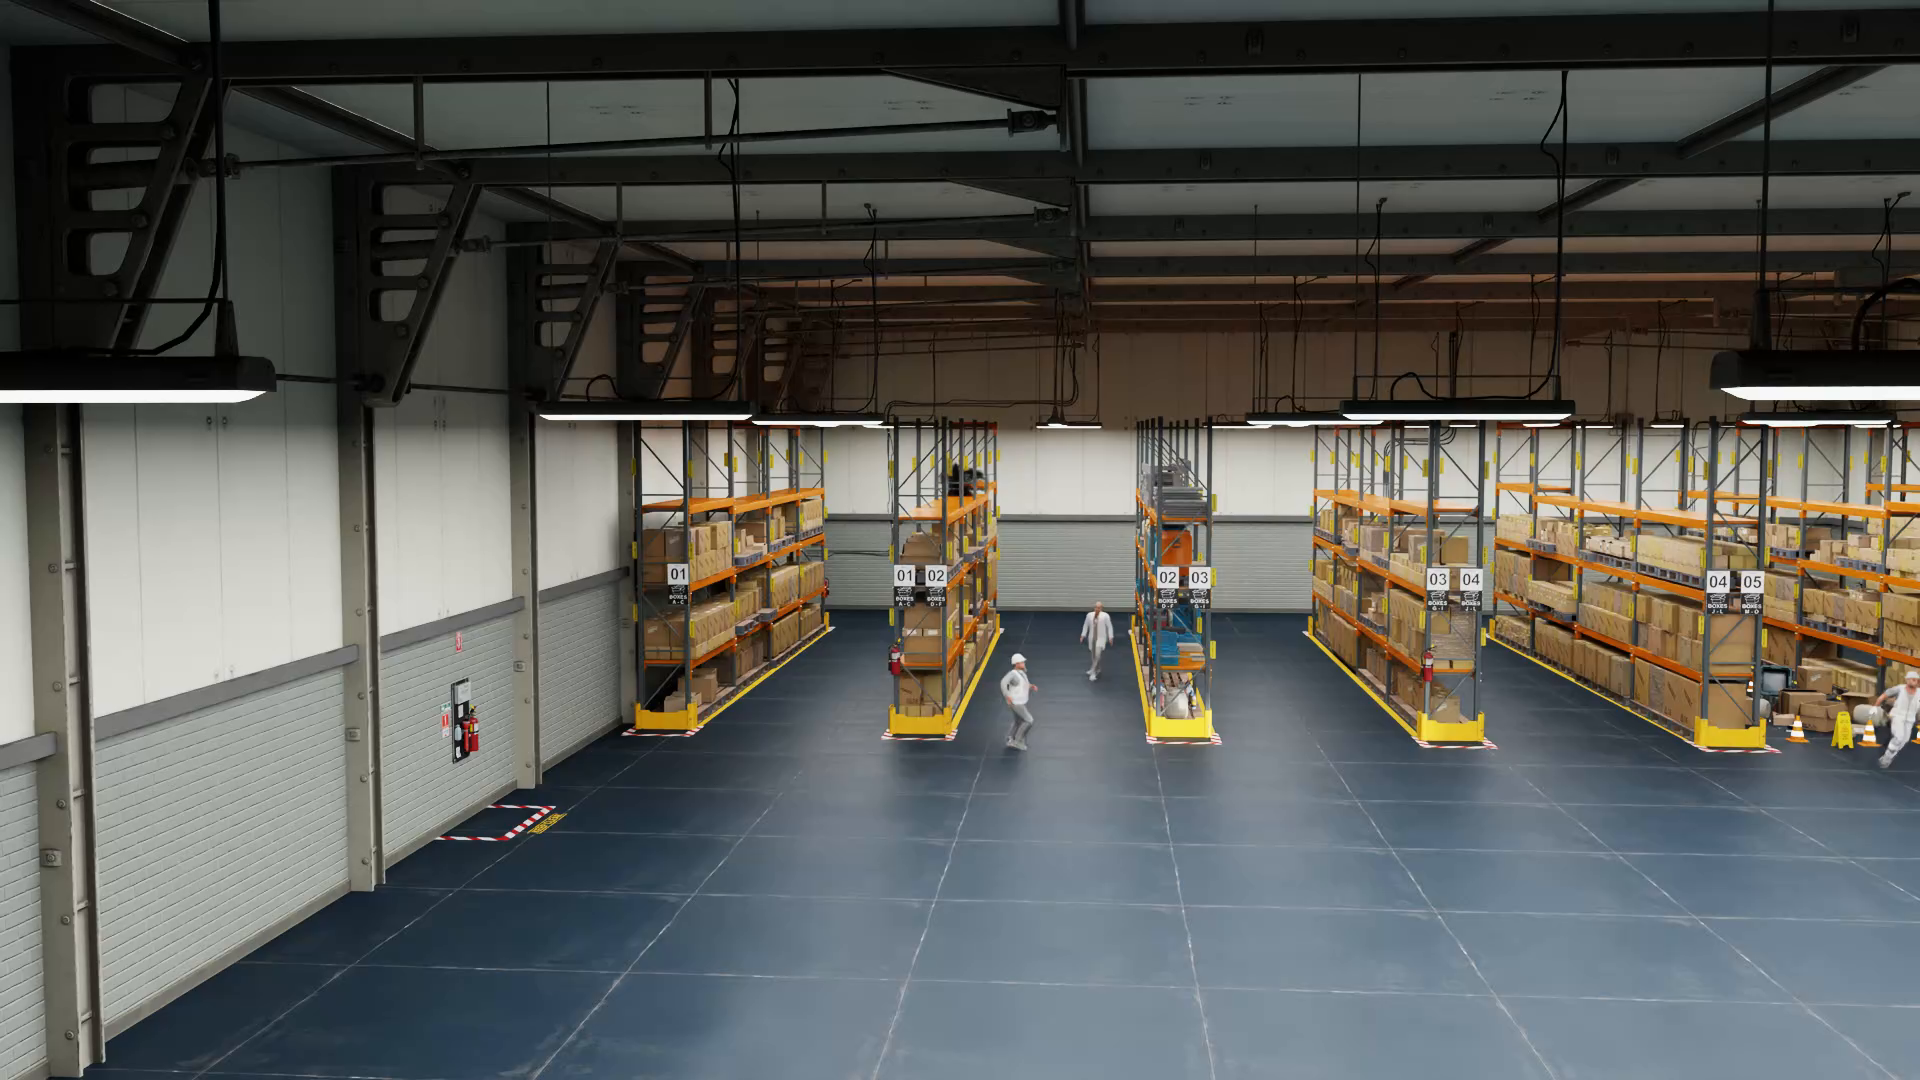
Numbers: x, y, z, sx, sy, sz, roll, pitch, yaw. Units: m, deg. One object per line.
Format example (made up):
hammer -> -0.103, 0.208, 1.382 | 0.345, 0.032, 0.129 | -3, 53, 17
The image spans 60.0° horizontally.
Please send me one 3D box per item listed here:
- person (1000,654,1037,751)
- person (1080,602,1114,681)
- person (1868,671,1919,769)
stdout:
person -> 1.034, 2.911, 29.707 | 0.651, 1.769, 0.780 | 2, 4, 24
person -> 3.170, 2.312, 38.452 | 0.749, 1.786, 0.867 | 2, 4, 25
person -> 15.959, 3.052, 28.125 | 0.846, 1.691, 0.714 | 0, 4, 2
